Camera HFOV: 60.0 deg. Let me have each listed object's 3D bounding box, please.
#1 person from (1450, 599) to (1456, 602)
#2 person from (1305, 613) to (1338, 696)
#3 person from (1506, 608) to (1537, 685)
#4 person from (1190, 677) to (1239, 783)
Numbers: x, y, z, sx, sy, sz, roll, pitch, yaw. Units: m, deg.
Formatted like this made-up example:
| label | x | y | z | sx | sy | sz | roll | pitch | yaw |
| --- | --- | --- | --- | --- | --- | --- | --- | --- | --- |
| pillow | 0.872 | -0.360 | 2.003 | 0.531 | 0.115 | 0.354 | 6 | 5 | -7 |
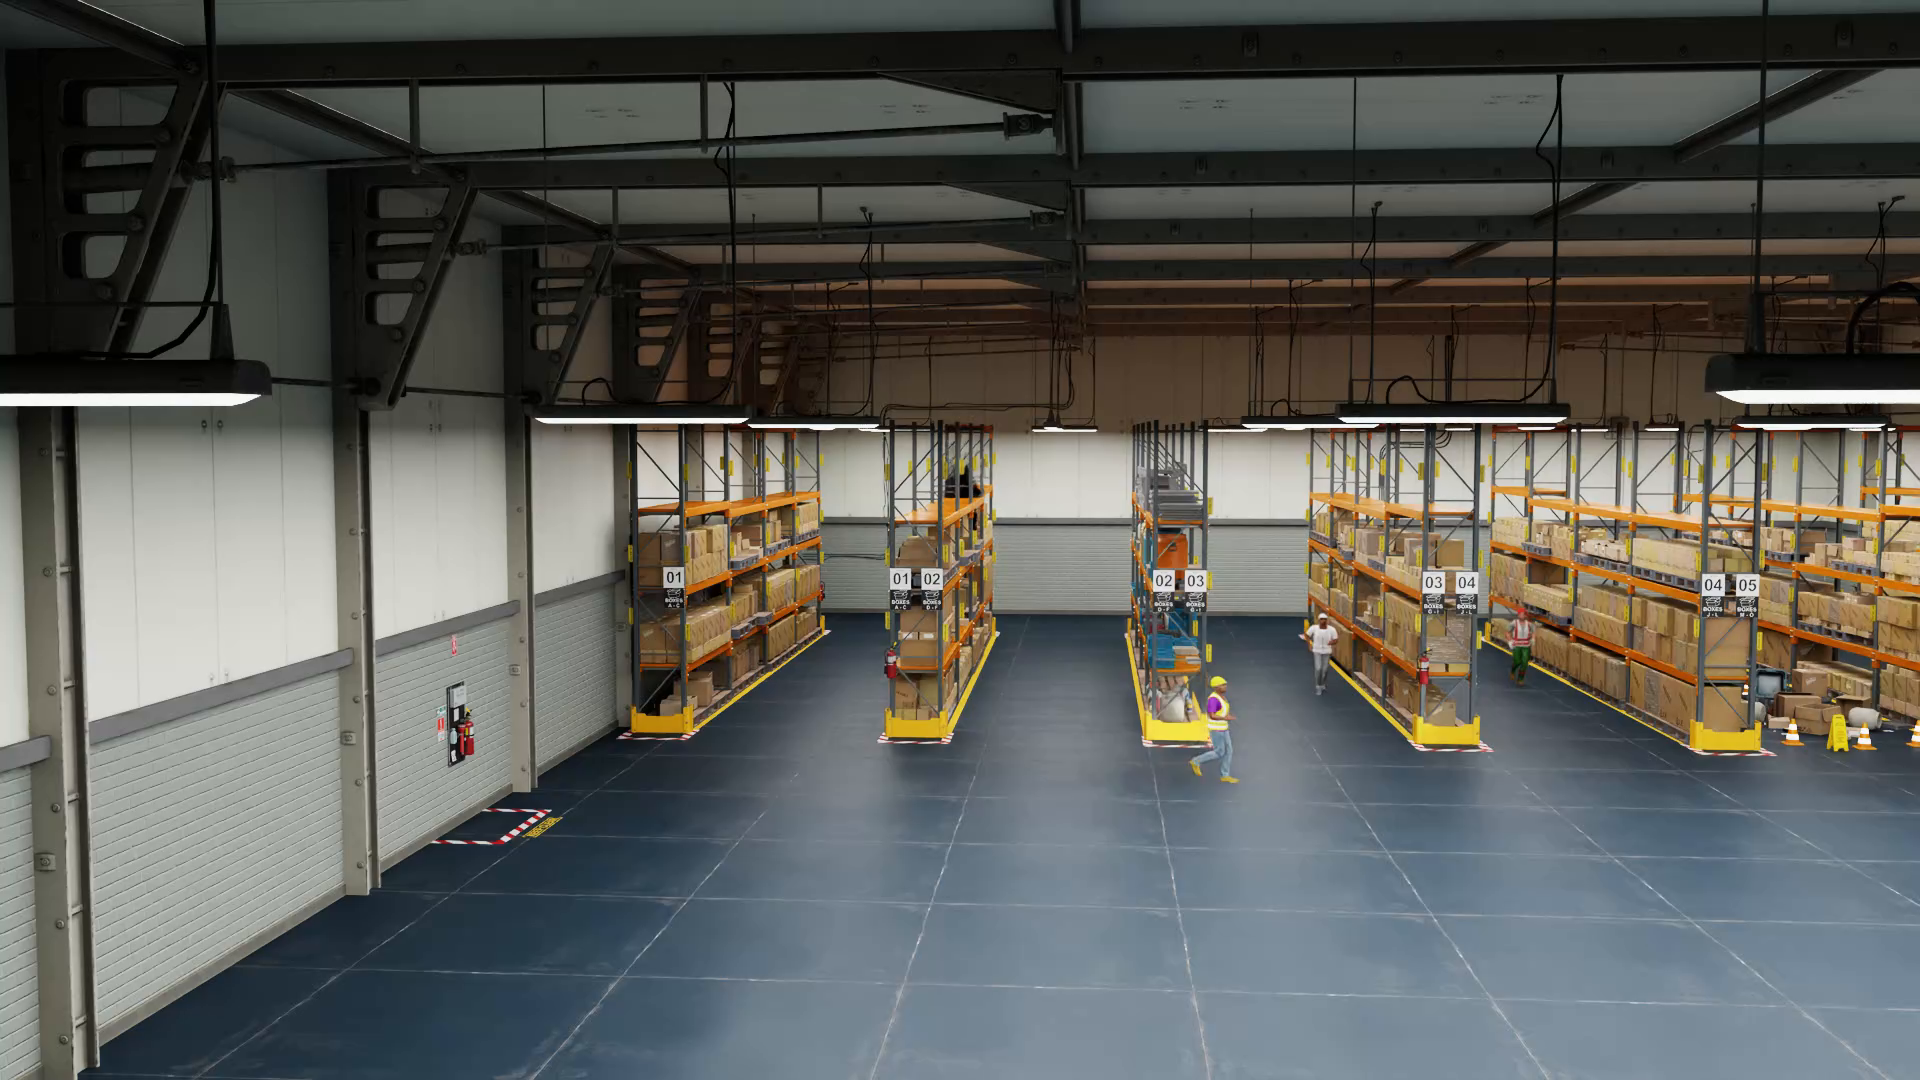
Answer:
| label | x | y | z | sx | sy | sz | roll | pitch | yaw |
| --- | --- | --- | --- | --- | --- | --- | --- | --- | --- |
| person | 13.337 | 1.983 | 45.253 | 0.653 | 1.831 | 0.738 | 1 | 4 | 16 |
| person | 8.011 | 2.525 | 36.773 | 0.688 | 1.828 | 0.684 | 0 | 4 | 4 |
| person | 12.876 | 2.438 | 38.143 | 0.677 | 1.754 | 0.592 | 0 | 4 | 4 |
| person | 4.204 | 3.111 | 27.371 | 0.812 | 1.741 | 0.711 | 1 | 4 | 22 |
